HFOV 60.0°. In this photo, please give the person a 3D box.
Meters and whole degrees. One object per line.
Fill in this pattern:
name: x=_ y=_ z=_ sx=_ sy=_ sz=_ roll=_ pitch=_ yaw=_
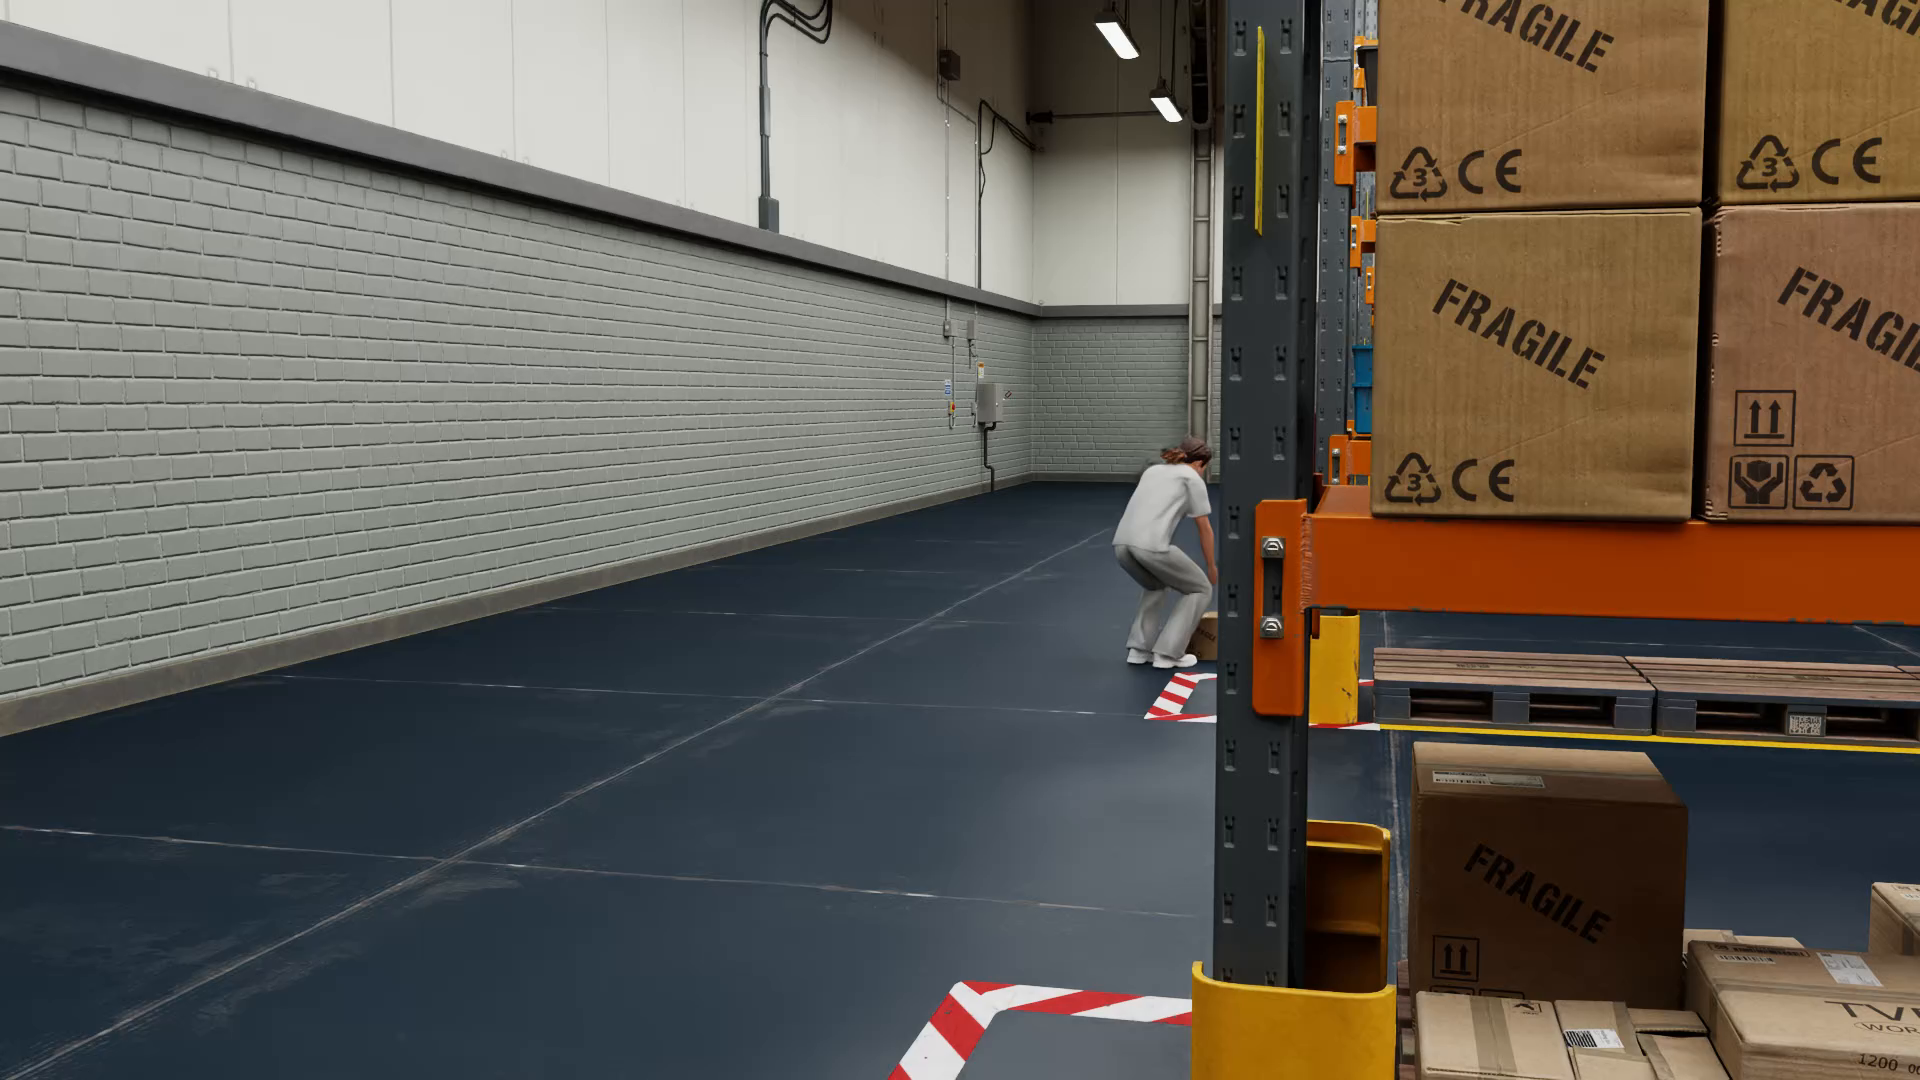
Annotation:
person: x=1.153 y=0.063 z=9.371 sx=0.696 sy=1.275 sz=0.492 roll=-4 pitch=6 yaw=-39
